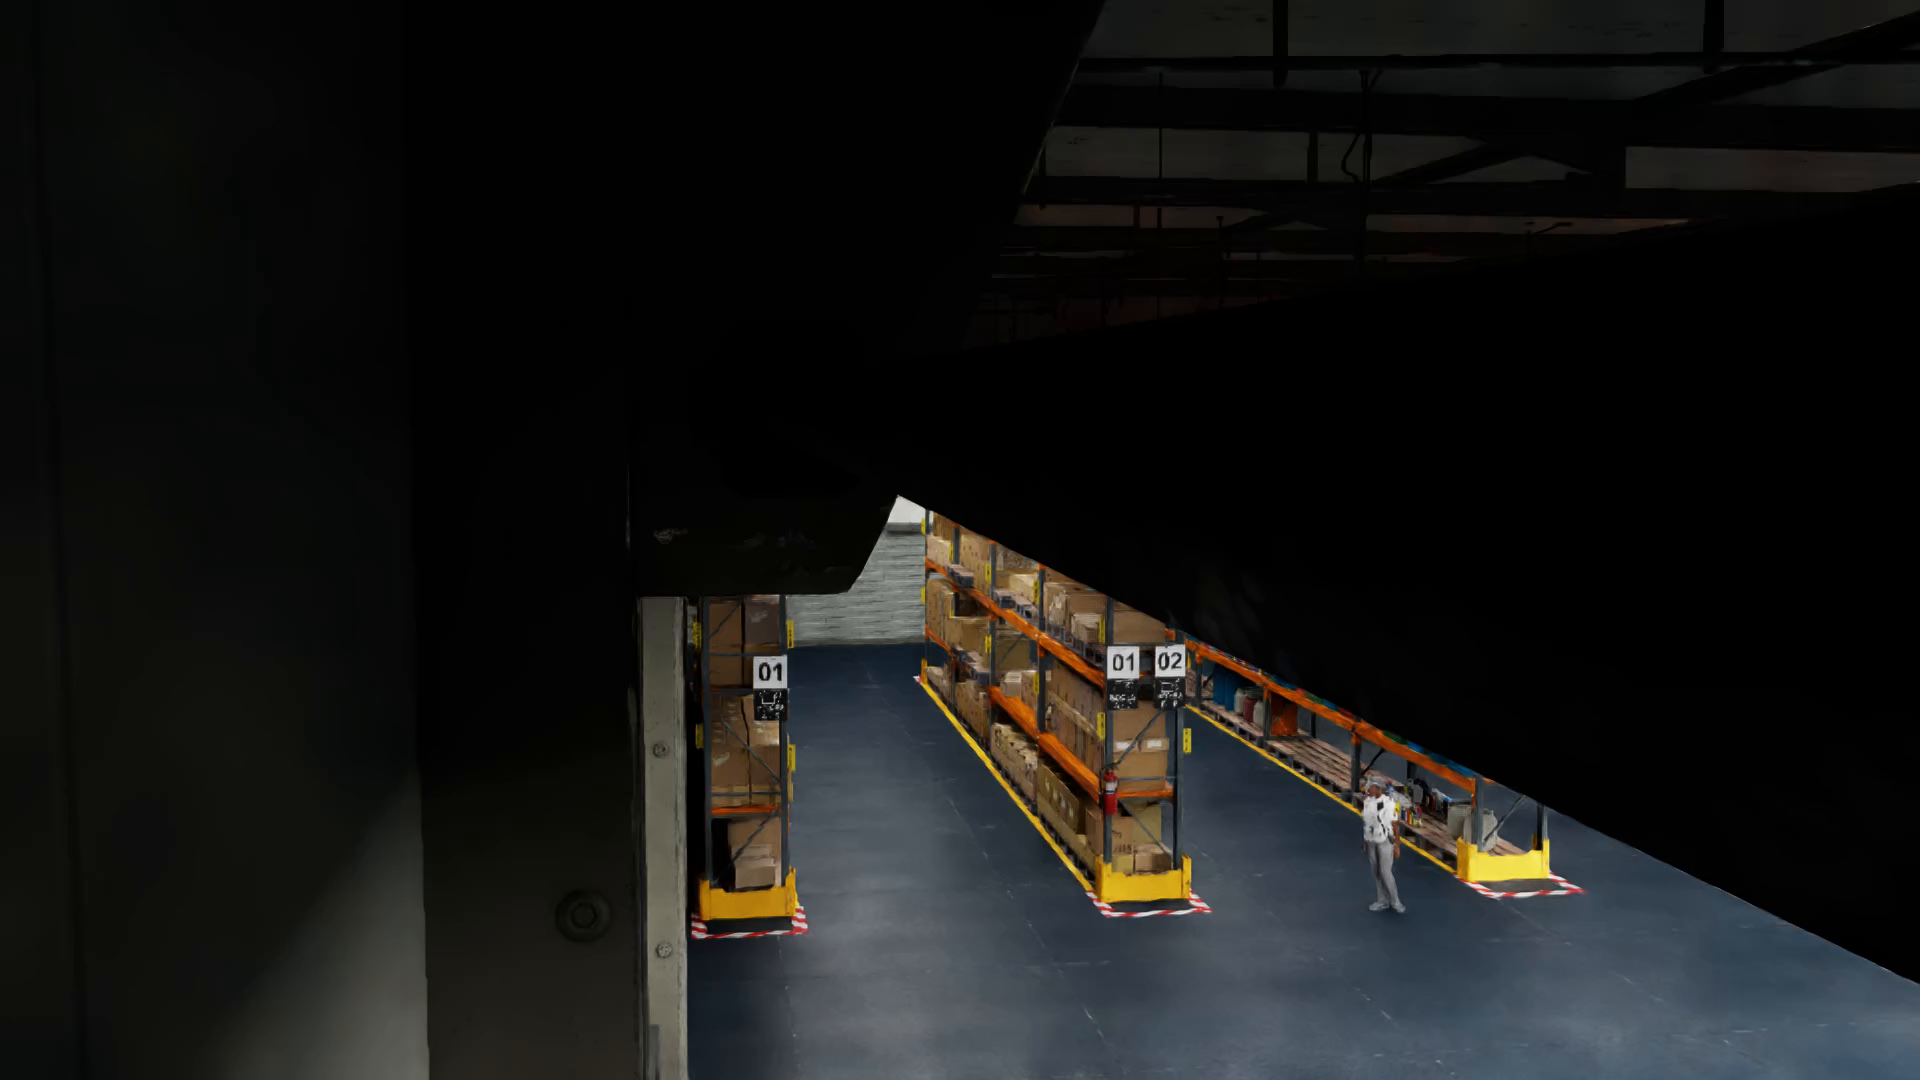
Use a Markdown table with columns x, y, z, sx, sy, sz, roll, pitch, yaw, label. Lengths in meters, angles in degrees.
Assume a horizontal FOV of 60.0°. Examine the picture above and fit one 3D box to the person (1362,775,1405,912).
| x | y | z | sx | sy | sz | roll | pitch | yaw | label |
| --- | --- | --- | --- | --- | --- | --- | --- | --- | --- |
| 5.172 | 3.701 | 20.325 | 0.397 | 1.669 | 0.575 | -4 | 7 | -41 | person |
